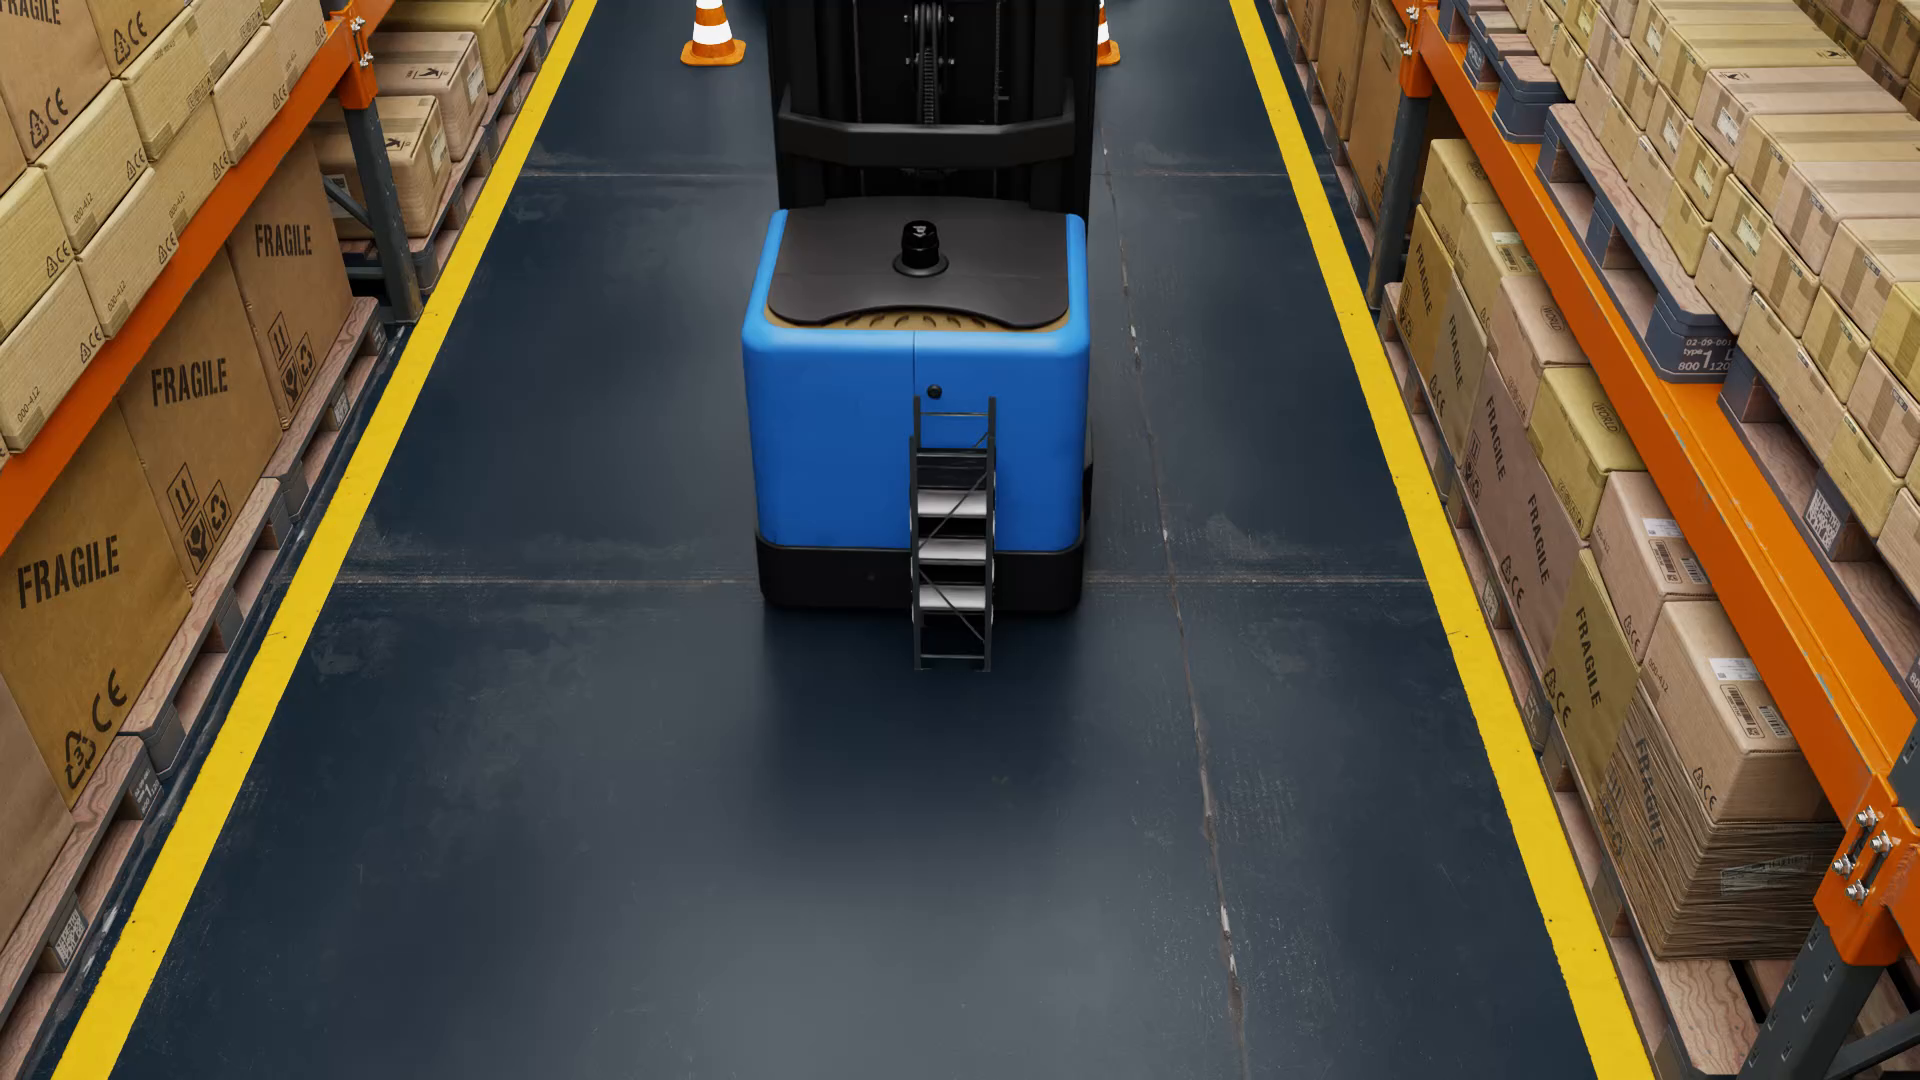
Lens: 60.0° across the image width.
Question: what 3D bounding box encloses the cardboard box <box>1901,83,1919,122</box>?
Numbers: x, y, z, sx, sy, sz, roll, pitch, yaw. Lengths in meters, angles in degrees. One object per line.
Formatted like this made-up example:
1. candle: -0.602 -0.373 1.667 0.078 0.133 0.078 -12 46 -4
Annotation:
1. cardboard box: 2.672 -1.065 4.308 0.380 0.149 0.250 -1 39 -1

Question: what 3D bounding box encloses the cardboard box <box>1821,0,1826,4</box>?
1. cardboard box: 2.673 -1.664 4.817 0.380 0.149 0.250 1 39 1

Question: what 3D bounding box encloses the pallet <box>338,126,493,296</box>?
1. pallet: -2.738 -1.494 7.445 1.003 0.211 1.213 0 39 0

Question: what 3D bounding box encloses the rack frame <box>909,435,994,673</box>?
1. rack frame: -0.023 0.061 4.954 0.240 0.900 0.006 1 39 2

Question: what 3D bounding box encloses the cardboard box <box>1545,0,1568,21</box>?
1. cardboard box: 2.017 -1.703 5.103 0.380 0.149 0.250 -1 39 -1

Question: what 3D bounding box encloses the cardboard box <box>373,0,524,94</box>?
1. cardboard box: -2.733 -2.521 8.262 0.950 0.372 0.625 1 39 1

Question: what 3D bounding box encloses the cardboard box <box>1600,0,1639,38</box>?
1. cardboard box: 2.019 -1.512 4.628 0.380 0.149 0.250 2 39 2

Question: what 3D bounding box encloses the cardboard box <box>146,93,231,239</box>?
1. cardboard box: -2.477 -1.084 4.824 0.500 0.250 0.500 0 39 -1

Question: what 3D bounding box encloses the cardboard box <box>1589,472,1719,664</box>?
1. cardboard box: 1.975 0.073 4.323 0.500 0.250 0.500 2 39 2

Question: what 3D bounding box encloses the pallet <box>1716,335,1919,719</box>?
1. pallet: 2.361 -0.062 3.582 1.003 0.211 1.213 0 39 0

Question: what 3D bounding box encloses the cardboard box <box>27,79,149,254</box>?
1. cardboard box: -2.458 -0.961 4.271 0.500 0.250 0.500 -1 39 -1

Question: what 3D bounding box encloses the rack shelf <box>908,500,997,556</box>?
1. rack shelf: -0.020 -0.046 4.998 0.258 0.077 0.200 1 39 2

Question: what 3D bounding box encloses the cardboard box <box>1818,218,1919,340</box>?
1. cardboard box: 2.021 -0.537 3.411 0.380 0.149 0.250 -1 39 -1

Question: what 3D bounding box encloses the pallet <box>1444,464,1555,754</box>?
1. pallet: 2.209 0.178 5.359 1.003 0.211 1.213 0 39 0

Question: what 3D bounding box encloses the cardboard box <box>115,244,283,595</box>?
1. cardboard box: -2.824 -0.438 5.261 0.875 0.875 0.875 0 39 1

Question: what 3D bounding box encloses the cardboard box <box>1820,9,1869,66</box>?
1. cardboard box: 2.670 -1.390 4.712 0.380 0.149 0.250 0 39 0

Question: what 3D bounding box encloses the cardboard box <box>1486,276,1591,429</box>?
1. cardboard box: 1.959 -0.583 5.142 0.500 0.250 0.500 0 39 0

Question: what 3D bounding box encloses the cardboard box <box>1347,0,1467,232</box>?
1. cardboard box: 2.301 -1.827 7.094 1.050 0.750 0.750 -1 39 -1

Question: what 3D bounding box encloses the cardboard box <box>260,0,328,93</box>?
1. cardboard box: -2.478 -1.718 5.616 0.500 0.250 0.500 -1 39 -2

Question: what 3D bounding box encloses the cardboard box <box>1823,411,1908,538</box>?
1. cardboard box: 2.017 -0.135 3.385 0.380 0.149 0.250 0 39 0

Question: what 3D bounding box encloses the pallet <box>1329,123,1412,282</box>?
1. pallet: 2.286 -1.565 7.534 1.003 0.211 1.213 0 39 0

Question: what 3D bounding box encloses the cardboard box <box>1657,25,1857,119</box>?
1. cardboard box: 2.018 -1.191 4.227 0.380 0.149 0.250 -1 39 -1

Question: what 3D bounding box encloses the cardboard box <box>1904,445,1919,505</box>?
1. cardboard box: 2.018 -0.089 3.090 0.380 0.149 0.250 1 39 1

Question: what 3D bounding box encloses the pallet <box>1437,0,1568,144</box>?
1. pallet: 2.319 -1.639 5.550 1.213 0.211 1.003 0 39 0

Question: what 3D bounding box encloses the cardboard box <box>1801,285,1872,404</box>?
1. cardboard box: 2.019 -0.409 3.489 0.380 0.149 0.250 2 39 2

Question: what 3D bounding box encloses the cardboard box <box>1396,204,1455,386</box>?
1. cardboard box: 1.957 -0.906 6.145 0.500 0.500 0.500 -2 39 -2

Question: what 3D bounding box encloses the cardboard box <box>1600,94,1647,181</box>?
1. cardboard box: 2.014 -1.117 4.610 0.380 0.149 0.250 0 39 1

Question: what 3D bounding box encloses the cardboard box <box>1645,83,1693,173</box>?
1. cardboard box: 2.018 -1.065 4.308 0.380 0.149 0.250 1 39 2

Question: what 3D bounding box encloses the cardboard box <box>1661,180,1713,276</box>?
1. cardboard box: 2.013 -0.787 4.199 0.380 0.149 0.250 2 39 2

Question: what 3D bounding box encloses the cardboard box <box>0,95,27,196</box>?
1. cardboard box: -2.473 -0.928 3.630 0.500 0.500 0.500 -1 39 -1

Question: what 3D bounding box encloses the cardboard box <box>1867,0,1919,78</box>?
1. cardboard box: 2.670 -1.343 4.417 0.380 0.149 0.250 2 39 2

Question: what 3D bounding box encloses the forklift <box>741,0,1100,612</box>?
1. forklift: -0.081 -1.812 5.667 1.130 2.935 3.031 1 39 2

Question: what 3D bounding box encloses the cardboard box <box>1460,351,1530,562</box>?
1. cardboard box: 1.967 -0.270 5.352 0.500 0.500 0.500 -1 39 -1

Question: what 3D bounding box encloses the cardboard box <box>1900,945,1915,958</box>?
1. cardboard box: 2.480 0.691 4.152 0.500 0.500 0.500 1 39 2

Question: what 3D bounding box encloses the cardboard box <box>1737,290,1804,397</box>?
1. cardboard box: 2.018 -0.448 3.775 0.380 0.149 0.250 -2 39 -2

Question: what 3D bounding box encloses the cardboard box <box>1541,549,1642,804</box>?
1. cardboard box: 1.963 0.370 4.553 0.500 0.500 0.500 -1 39 -1

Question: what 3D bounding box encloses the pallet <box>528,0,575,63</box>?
1. pallet: -2.741 -3.019 9.349 1.003 0.211 1.213 0 39 0

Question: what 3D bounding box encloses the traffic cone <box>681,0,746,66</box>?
1. traffic cone: -1.342 -2.830 8.911 0.336 0.463 0.334 0 39 0

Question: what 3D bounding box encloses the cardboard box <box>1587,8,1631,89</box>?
1. cardboard box: 2.017 -1.389 4.712 0.380 0.149 0.250 0 39 0

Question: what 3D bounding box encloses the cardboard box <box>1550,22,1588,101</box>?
1. cardboard box: 2.013 -1.440 5.014 0.380 0.149 0.250 2 39 2

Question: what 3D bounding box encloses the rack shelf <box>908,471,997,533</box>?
1. rack shelf: -0.020 -0.117 4.941 0.258 0.077 0.200 1 39 2

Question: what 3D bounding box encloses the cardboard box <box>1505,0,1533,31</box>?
1. cardboard box: 2.010 -1.778 5.435 0.380 0.149 0.250 2 39 2

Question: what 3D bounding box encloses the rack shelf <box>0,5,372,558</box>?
1. rack shelf: -2.736 -0.562 4.627 1.077 0.370 4.000 0 39 0

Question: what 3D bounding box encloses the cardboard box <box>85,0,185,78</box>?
1. cardboard box: -2.474 -1.568 4.428 0.500 0.500 0.500 0 39 0

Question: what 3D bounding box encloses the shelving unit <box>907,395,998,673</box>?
1. shelving unit: -0.020 -0.002 5.033 0.258 0.900 0.210 1 39 2

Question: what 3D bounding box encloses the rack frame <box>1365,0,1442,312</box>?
1. rack frame: 2.211 -2.160 6.046 1.000 3.000 0.127 0 39 0

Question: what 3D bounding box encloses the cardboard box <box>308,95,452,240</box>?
1. cardboard box: -2.729 -1.585 7.095 0.950 0.372 0.625 -2 39 -3

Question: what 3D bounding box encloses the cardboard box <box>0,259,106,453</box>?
1. cardboard box: -2.457 -0.453 4.036 0.500 0.250 0.500 0 39 0

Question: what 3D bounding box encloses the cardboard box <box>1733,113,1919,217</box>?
1. cardboard box: 2.024 -0.855 3.807 0.380 0.149 0.250 -1 39 -2

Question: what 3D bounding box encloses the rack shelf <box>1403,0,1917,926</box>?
1. rack shelf: 2.214 -0.628 4.711 1.077 0.370 4.000 0 39 0

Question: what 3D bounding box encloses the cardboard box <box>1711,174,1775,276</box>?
1. cardboard box: 2.016 -0.743 3.905 0.380 0.149 0.250 -2 39 -2

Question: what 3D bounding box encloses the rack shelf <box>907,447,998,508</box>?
1. rack shelf: -0.020 -0.187 4.885 0.258 0.077 0.200 1 39 2

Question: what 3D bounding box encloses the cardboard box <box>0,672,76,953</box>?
1. cardboard box: -2.815 0.686 3.859 0.875 0.875 0.875 1 39 1

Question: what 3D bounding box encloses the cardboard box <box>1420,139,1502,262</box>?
1. cardboard box: 1.970 -1.209 5.924 0.500 0.250 0.500 -2 39 -2

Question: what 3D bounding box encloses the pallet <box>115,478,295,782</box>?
1. pallet: -2.814 0.249 5.270 1.003 0.211 1.213 0 39 0

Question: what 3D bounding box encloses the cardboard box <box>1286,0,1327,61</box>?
1. cardboard box: 2.295 -2.956 8.503 1.050 0.750 0.750 0 39 0

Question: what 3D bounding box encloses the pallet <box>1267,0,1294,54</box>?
1. pallet: 2.283 -3.091 9.438 1.003 0.211 1.213 0 39 0

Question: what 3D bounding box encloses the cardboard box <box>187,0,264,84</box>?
1. cardboard box: -2.480 -1.606 5.076 0.500 0.250 0.500 -1 39 -1
